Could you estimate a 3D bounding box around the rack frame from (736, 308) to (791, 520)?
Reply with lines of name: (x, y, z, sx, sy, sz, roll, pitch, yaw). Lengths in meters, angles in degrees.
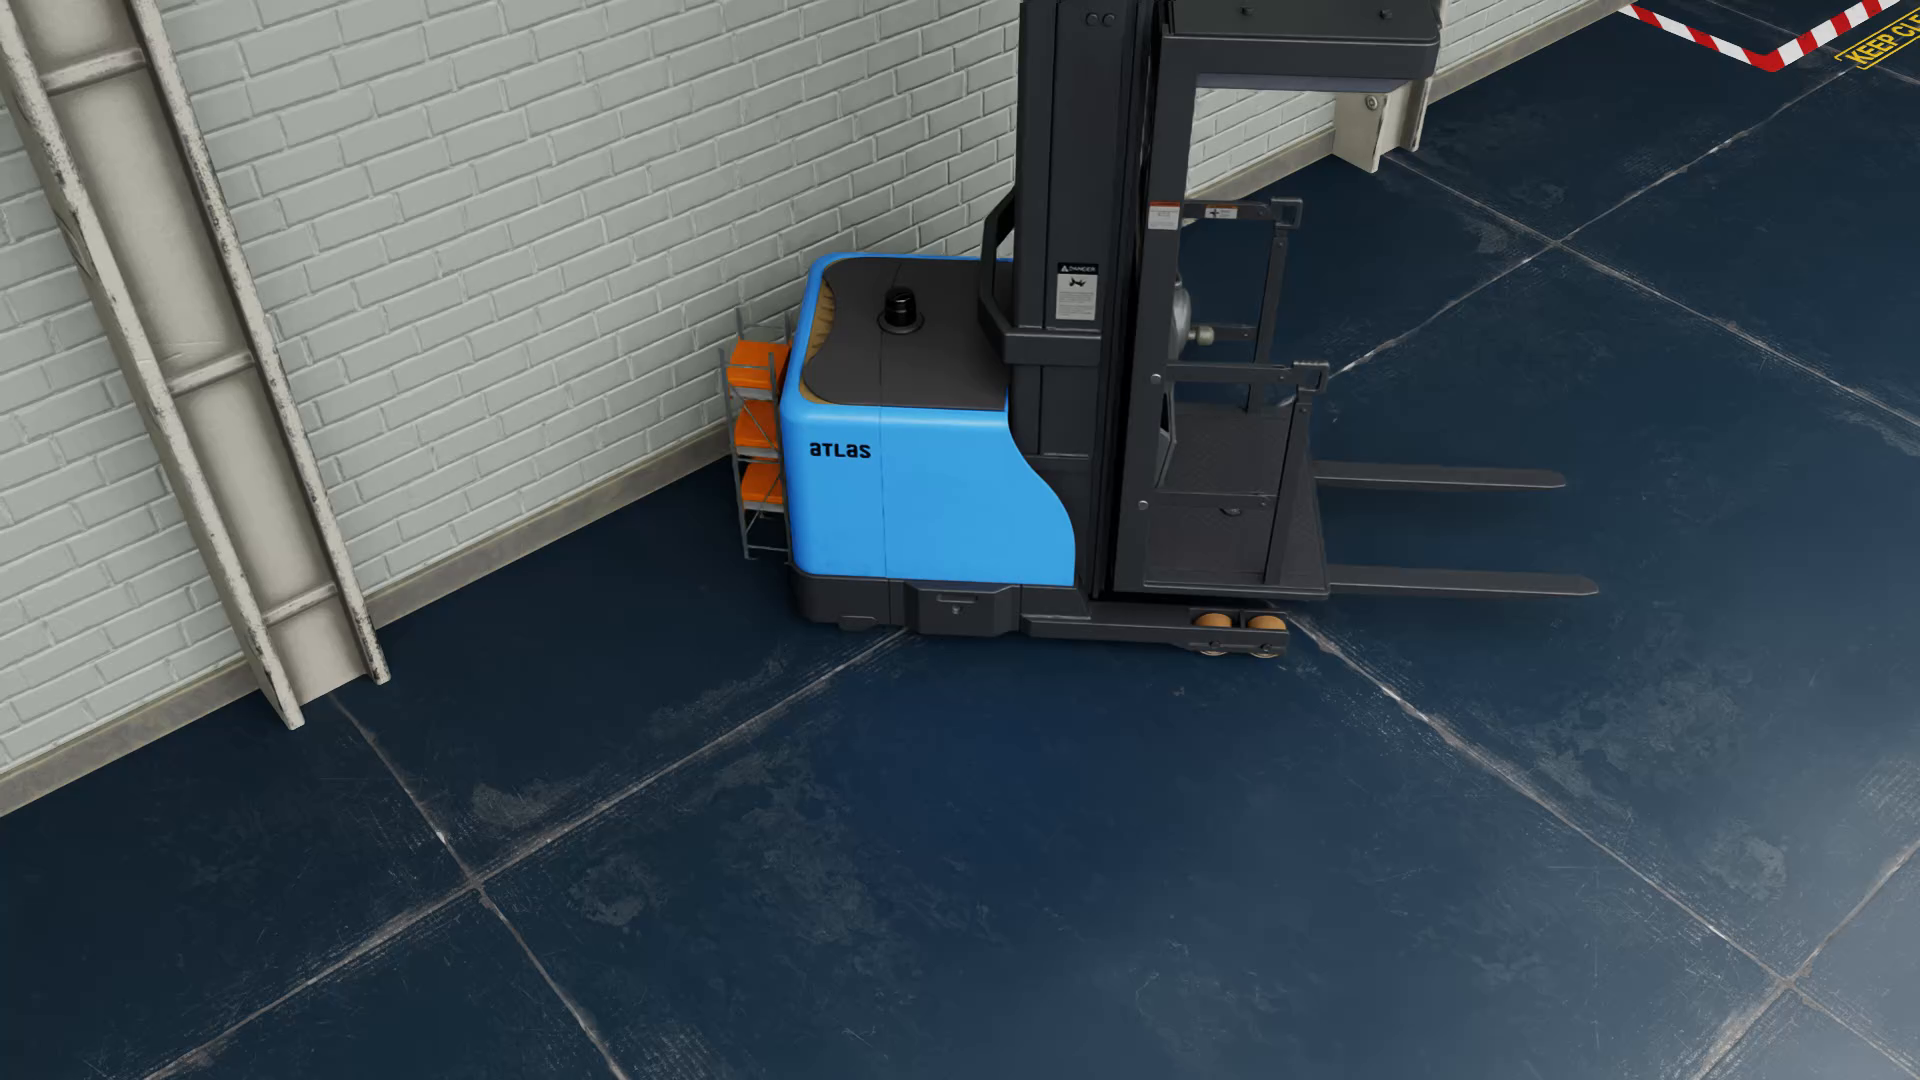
rack frame: (-0.727, -0.461, 6.473, 0.200, 1.050, 0.008, 6, 44, 6)

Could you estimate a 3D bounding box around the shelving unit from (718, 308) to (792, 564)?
shelving unit: (-0.745, -0.379, 6.385, 0.215, 1.050, 0.252, 6, 44, 6)

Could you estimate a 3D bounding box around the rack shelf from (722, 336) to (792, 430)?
rack shelf: (-0.746, -0.577, 6.198, 0.215, 0.259, 0.240, 6, 44, 6)

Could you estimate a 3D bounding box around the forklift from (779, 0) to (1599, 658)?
forklift: (0.901, -1.002, 5.676, 3.031, 2.935, 1.130, 2, 43, 3)

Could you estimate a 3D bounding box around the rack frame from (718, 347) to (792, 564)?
rack frame: (-0.764, -0.296, 6.298, 0.200, 1.050, 0.008, 6, 44, 6)

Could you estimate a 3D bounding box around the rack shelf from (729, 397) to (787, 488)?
rack shelf: (-0.745, -0.371, 6.393, 0.215, 0.259, 0.240, 6, 44, 6)

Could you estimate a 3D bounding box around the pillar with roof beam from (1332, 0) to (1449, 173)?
pillar with roof beam: (4.996, -3.133, 3.512, 0.400, 9.000, 9.100, -30, 51, -28)

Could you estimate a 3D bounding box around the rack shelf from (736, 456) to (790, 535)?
rack shelf: (-0.745, -0.169, 6.584, 0.215, 0.259, 0.240, 6, 44, 6)

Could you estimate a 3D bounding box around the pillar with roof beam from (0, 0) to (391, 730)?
pillar with roof beam: (0.394, -0.497, 0.706, 0.400, 9.000, 9.100, -30, 51, -28)
